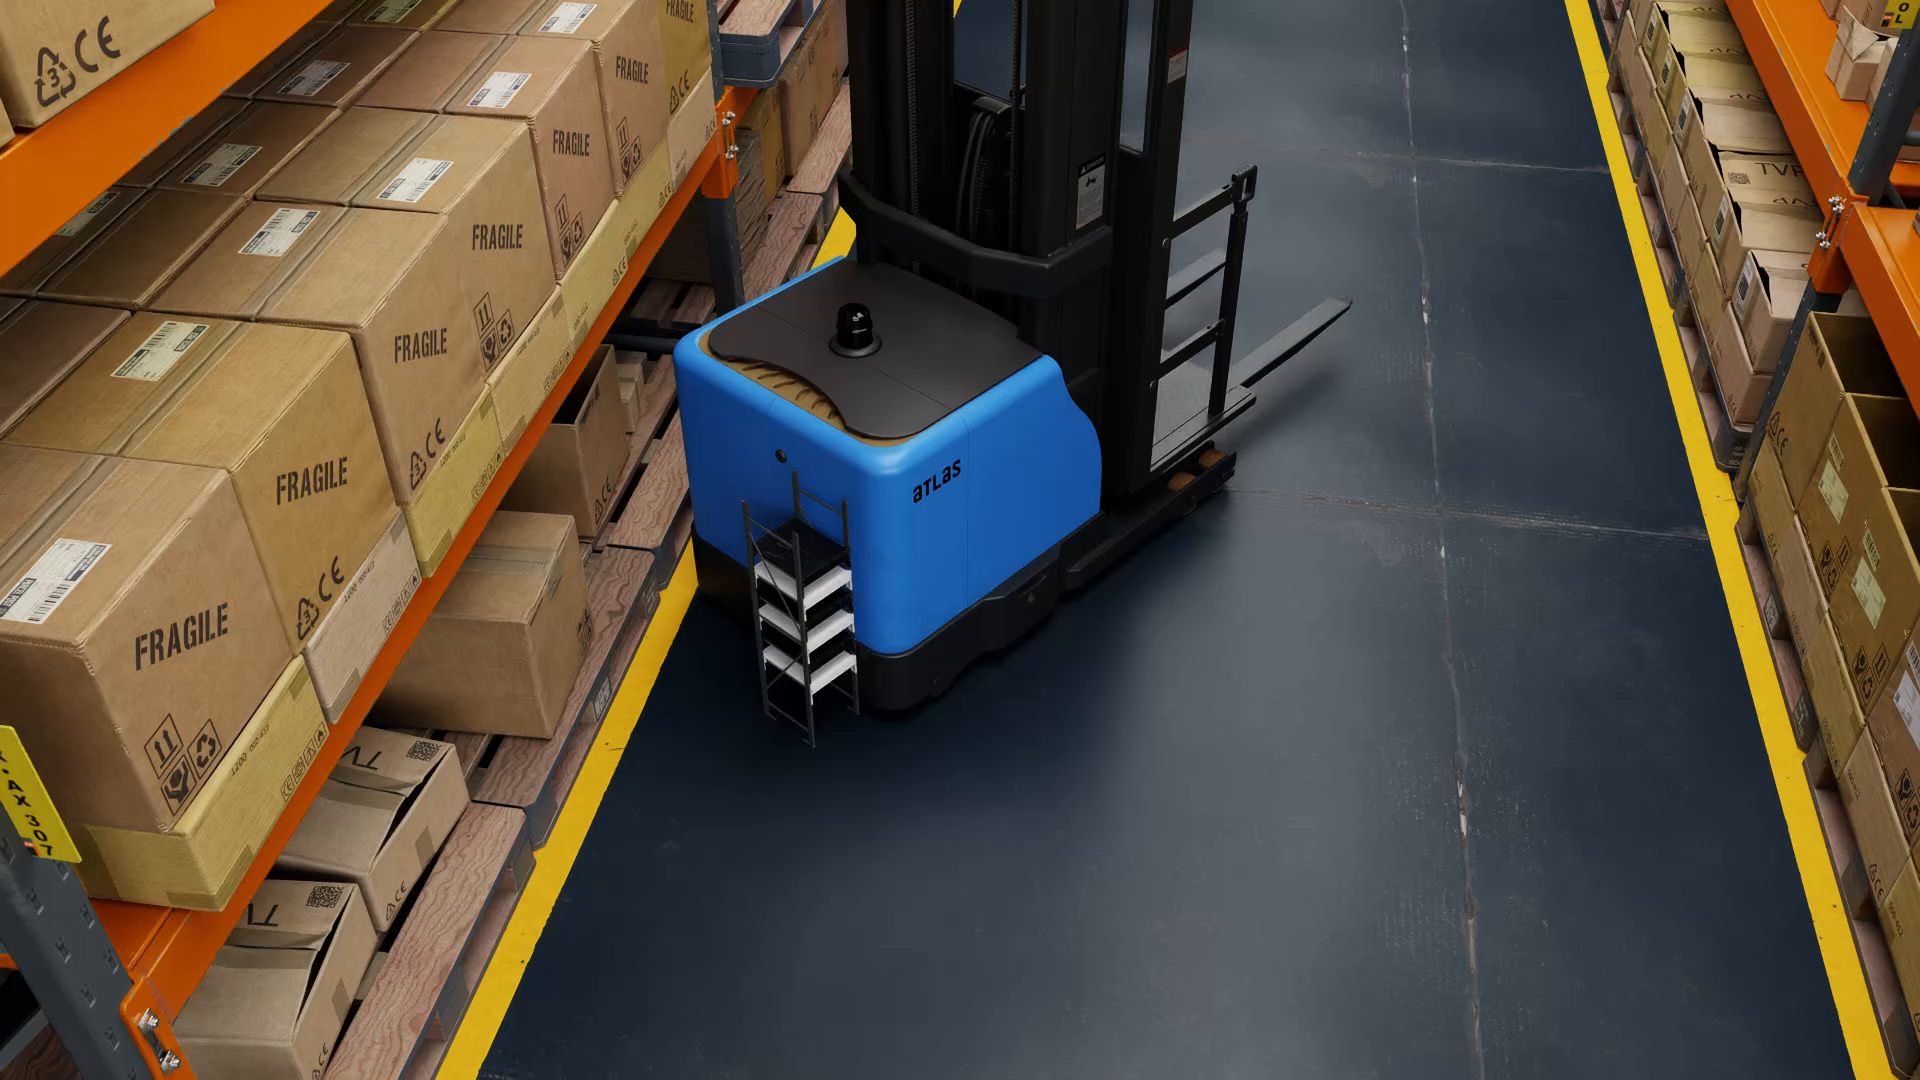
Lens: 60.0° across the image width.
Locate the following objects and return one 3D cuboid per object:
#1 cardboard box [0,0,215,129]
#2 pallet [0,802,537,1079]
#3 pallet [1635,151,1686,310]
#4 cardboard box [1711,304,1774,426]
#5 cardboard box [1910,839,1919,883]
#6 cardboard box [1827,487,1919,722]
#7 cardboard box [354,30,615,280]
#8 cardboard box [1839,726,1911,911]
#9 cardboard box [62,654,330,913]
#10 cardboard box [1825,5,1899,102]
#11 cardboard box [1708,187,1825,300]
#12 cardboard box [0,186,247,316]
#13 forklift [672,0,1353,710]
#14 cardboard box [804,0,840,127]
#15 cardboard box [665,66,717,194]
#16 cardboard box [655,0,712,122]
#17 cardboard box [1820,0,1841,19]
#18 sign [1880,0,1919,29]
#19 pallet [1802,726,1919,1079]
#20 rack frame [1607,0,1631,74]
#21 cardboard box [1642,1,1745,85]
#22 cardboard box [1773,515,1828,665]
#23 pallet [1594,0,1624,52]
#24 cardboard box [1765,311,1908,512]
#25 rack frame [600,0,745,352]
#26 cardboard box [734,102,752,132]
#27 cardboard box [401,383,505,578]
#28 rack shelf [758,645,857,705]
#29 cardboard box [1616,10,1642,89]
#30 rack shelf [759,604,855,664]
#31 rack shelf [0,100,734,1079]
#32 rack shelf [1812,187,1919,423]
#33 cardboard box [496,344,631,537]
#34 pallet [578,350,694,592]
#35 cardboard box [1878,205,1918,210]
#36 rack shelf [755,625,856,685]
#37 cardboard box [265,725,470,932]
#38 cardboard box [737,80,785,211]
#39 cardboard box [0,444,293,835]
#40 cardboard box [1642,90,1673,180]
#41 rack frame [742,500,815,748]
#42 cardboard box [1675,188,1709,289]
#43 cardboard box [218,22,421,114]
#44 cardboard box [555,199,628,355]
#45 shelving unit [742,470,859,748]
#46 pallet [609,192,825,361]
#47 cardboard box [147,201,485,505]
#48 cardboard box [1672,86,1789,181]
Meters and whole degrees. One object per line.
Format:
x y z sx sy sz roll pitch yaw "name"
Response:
-1.637 -1.030 2.693 0.500 0.500 0.500 9 40 11 "cardboard box"
-1.880 1.209 4.622 1.003 0.211 1.213 6 40 8 "pallet"
3.801 -1.438 7.824 1.003 0.211 1.213 6 40 8 "pallet"
3.289 -0.673 6.538 0.500 0.250 0.500 6 40 7 "cardboard box"
2.769 0.842 4.117 0.500 0.500 0.500 6 40 8 "cardboard box"
2.941 0.215 4.876 0.500 0.500 0.500 6 40 8 "cardboard box"
-1.332 -1.102 4.742 0.500 0.500 0.500 5 40 6 "cardboard box"
2.860 0.818 4.735 0.500 0.250 0.500 6 40 8 "cardboard box"
-1.672 0.467 3.433 0.500 0.250 0.500 5 40 6 "cardboard box"
3.474 -1.799 6.177 0.396 0.266 0.258 5 40 7 "cardboard box"
3.375 -1.210 6.747 0.500 0.311 0.500 7 40 9 "cardboard box"
-2.015 -0.510 4.026 0.500 0.500 0.500 5 40 6 "cardboard box"
0.422 -1.423 5.671 1.130 2.935 3.031 30 48 31 "forklift"
-1.019 -2.456 8.483 0.700 0.500 0.500 6 40 7 "cardboard box"
-1.160 -1.441 5.741 0.500 0.250 0.500 6 40 8 "cardboard box"
-1.154 -1.730 5.502 0.500 0.500 0.500 6 40 8 "cardboard box"
3.830 -2.442 6.771 0.500 0.500 0.500 6 40 8 "cardboard box"
2.967 -1.748 5.163 0.100 0.325 0.005 6 40 8 "sign"
3.115 1.059 4.804 1.003 0.211 1.213 6 40 8 "pallet"
4.195 -3.789 8.478 1.000 3.000 0.127 6 40 8 "rack frame"
3.733 -2.480 8.284 0.500 0.311 0.500 5 40 7 "cardboard box"
3.033 0.190 5.494 0.500 0.250 0.500 6 40 8 "cardboard box"
4.362 -3.178 9.929 1.003 0.211 1.213 6 40 8 "pallet"
3.114 -0.413 5.635 0.500 0.500 0.500 6 40 8 "cardboard box"
-1.377 -1.822 6.100 1.000 3.000 0.127 6 40 8 "rack frame"
-1.193 -2.058 7.413 0.500 0.250 0.500 6 40 7 "cardboard box"
-1.502 -0.180 4.215 0.500 0.250 0.500 6 40 7 "cardboard box"
-0.495 0.396 5.399 0.258 0.077 0.200 30 48 31 "rack shelf"
3.815 -2.595 8.862 0.500 0.250 0.500 6 40 8 "cardboard box"
-0.495 0.258 5.285 0.258 0.077 0.200 30 48 31 "rack shelf"
-1.723 -0.290 4.811 1.077 0.370 4.000 6 40 8 "rack shelf"
3.157 0.254 4.153 1.077 0.370 4.000 6 40 8 "rack shelf"
-1.517 -0.373 5.963 0.500 0.500 0.500 4 40 4 "cardboard box"
-1.458 -0.322 6.474 1.003 0.211 1.213 6 40 8 "pallet"
3.912 -1.142 6.666 0.500 0.311 0.500 6 40 7 "cardboard box"
-0.495 0.327 5.342 0.258 0.077 0.200 30 48 31 "rack shelf"
-1.762 0.773 4.726 0.500 0.311 0.500 10 41 11 "cardboard box"
-1.226 -1.822 7.716 0.700 0.500 0.500 6 40 7 "cardboard box"
-1.690 0.183 3.188 0.500 0.500 0.500 6 40 8 "cardboard box"
3.645 -1.952 8.085 0.500 0.250 0.500 5 40 6 "cardboard box"
-0.564 0.280 5.205 0.240 0.900 0.006 30 48 31 "rack frame"
3.467 -1.311 7.310 0.500 0.250 0.500 7 40 9 "cardboard box"
-1.849 -1.153 4.804 0.500 0.500 0.500 7 40 9 "cardboard box"
-1.326 -0.812 4.980 0.500 0.250 0.500 6 40 7 "cardboard box"
-0.495 0.232 5.263 0.258 0.900 0.210 30 48 31 "shelving unit"
-1.243 -1.236 7.580 1.003 0.211 1.213 6 40 8 "pallet"
-1.499 -0.450 3.954 0.500 0.500 0.500 5 40 6 "cardboard box"
3.554 -1.838 7.507 0.500 0.311 0.500 6 40 7 "cardboard box"
